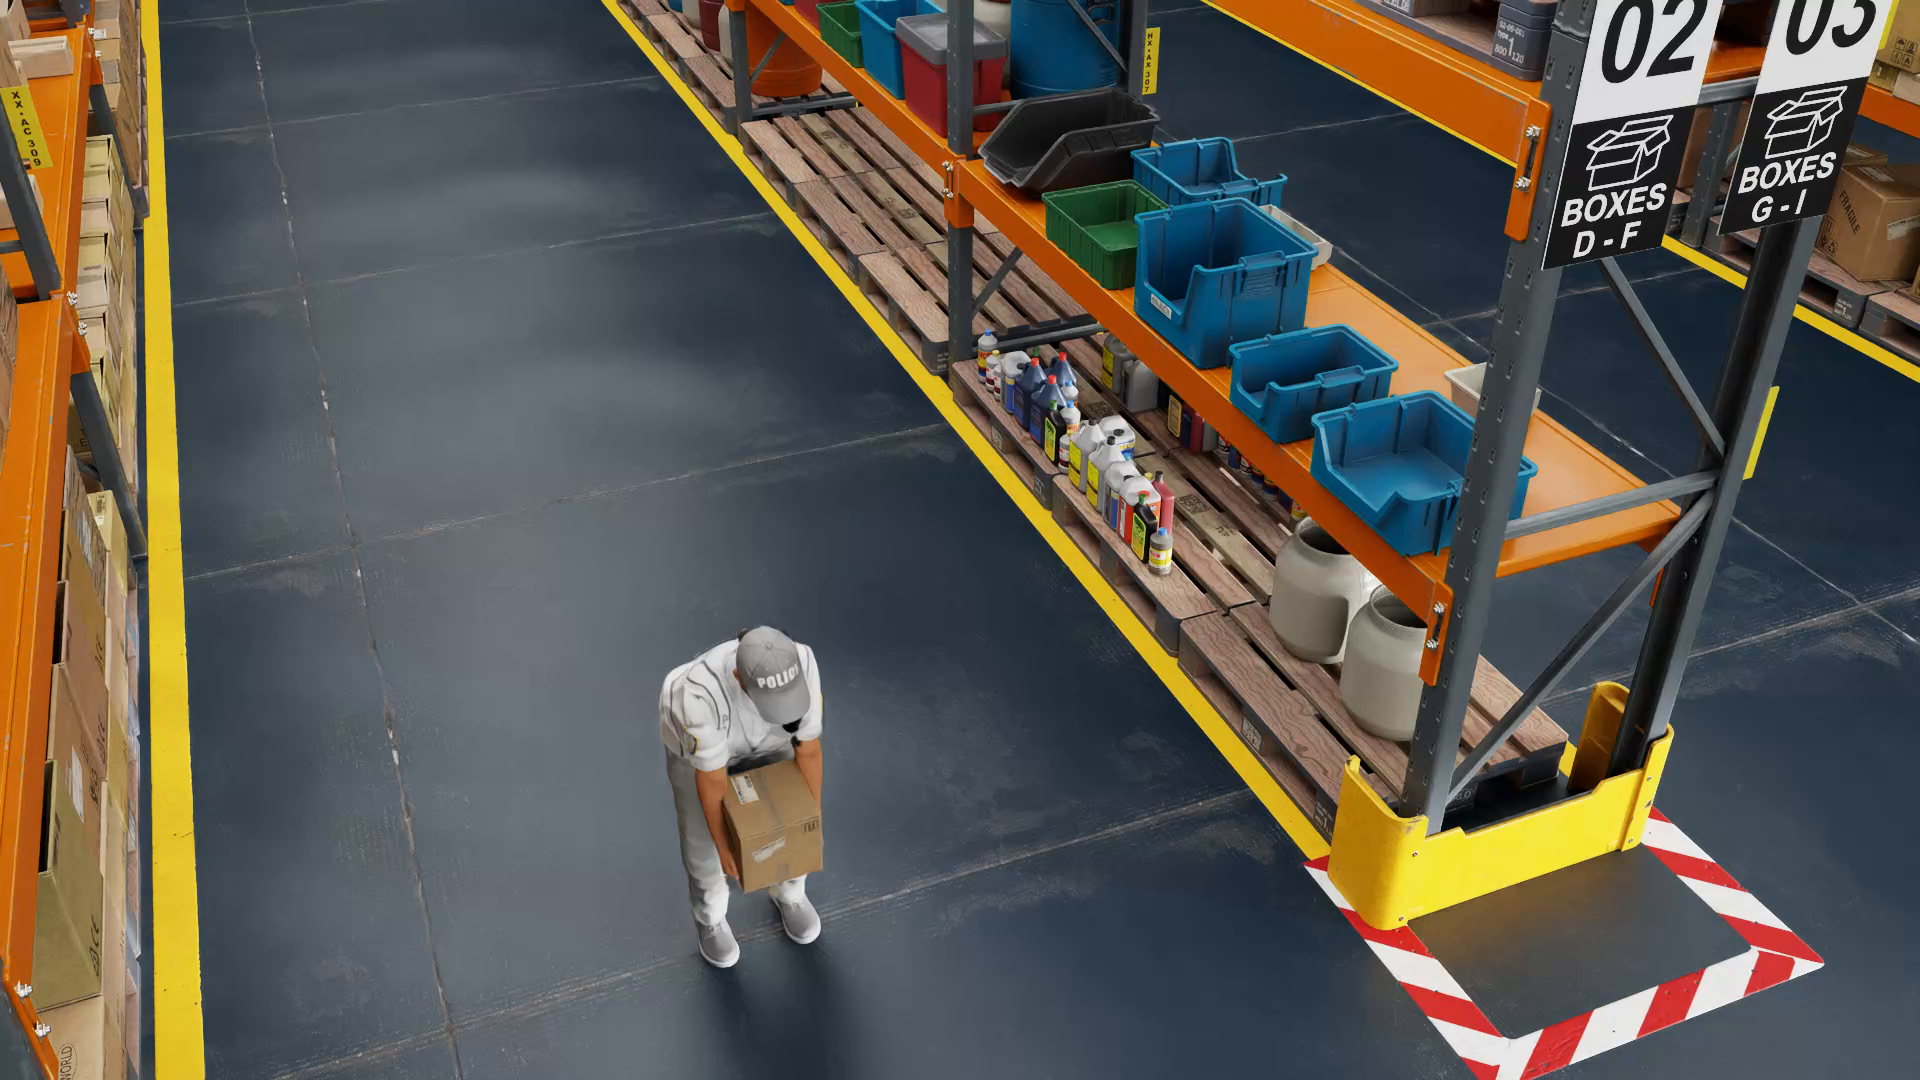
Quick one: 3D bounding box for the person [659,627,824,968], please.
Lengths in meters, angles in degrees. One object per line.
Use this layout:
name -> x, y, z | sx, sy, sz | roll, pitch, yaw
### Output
person -> -0.642, 0.765, 5.154 | 0.453, 1.493, 0.774 | -14, 36, -20
